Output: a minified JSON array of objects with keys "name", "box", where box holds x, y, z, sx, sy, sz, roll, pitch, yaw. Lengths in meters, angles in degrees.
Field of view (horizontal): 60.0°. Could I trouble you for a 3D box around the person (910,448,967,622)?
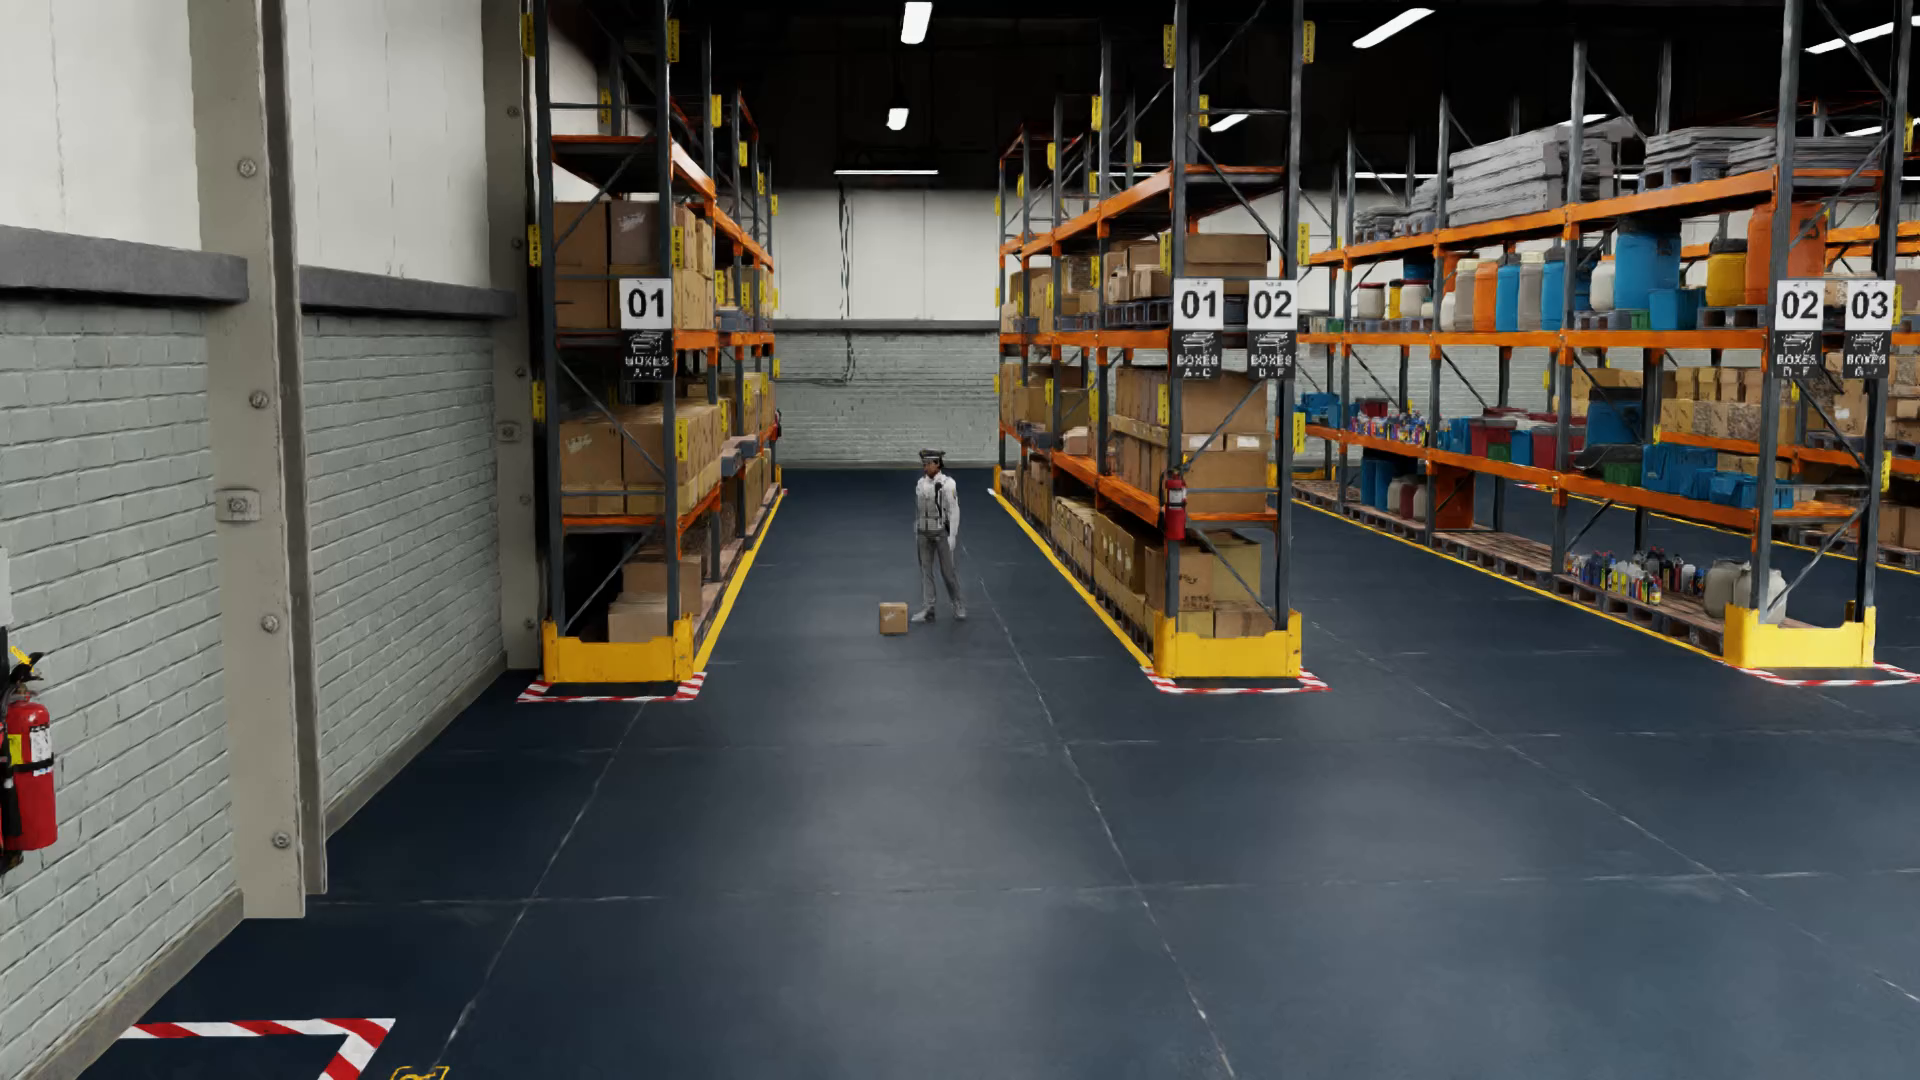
[{"name":"person","box":[-0.227,-0.056,16.148,0.537,1.667,0.530,4,8,31]}]
